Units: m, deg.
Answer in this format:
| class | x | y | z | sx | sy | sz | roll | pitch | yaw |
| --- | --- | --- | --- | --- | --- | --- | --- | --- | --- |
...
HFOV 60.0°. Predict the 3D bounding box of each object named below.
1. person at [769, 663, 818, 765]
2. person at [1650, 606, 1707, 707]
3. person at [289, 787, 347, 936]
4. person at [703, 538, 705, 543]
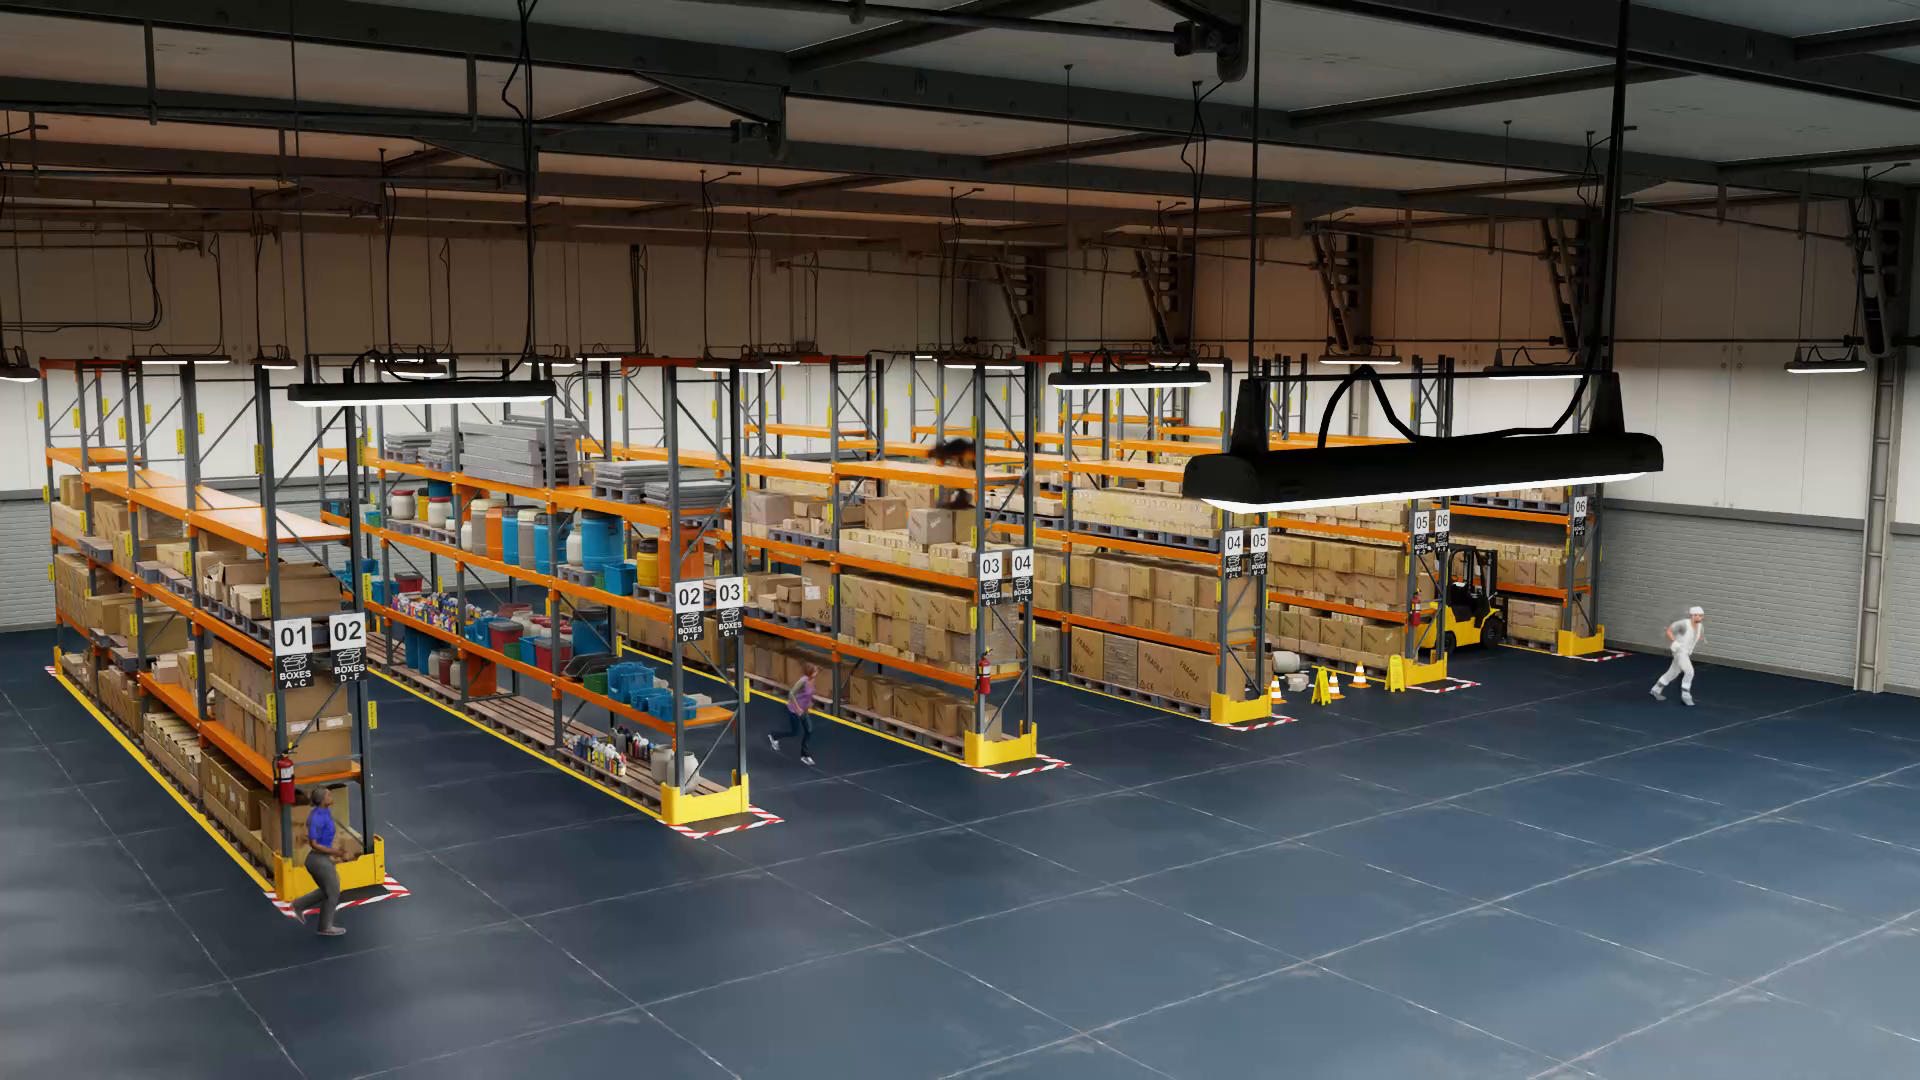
| class | x | y | z | sx | sy | sz | roll | pitch | yaw |
| --- | --- | --- | --- | --- | --- | --- | --- | --- | --- |
| person | -2.485 | 2.591 | 25.043 | 0.815 | 1.555 | 0.550 | 3 | 7 | 24 |
| person | 12.648 | 1.990 | 29.148 | 0.626 | 1.736 | 0.877 | -6 | 9 | -39 |
| person | -6.828 | 3.435 | 17.655 | 0.611 | 1.621 | 0.573 | -2 | 7 | -19 |
| person | -6.760 | 0.449 | 42.686 | 0.659 | 1.556 | 0.735 | -3 | 7 | -23 |
